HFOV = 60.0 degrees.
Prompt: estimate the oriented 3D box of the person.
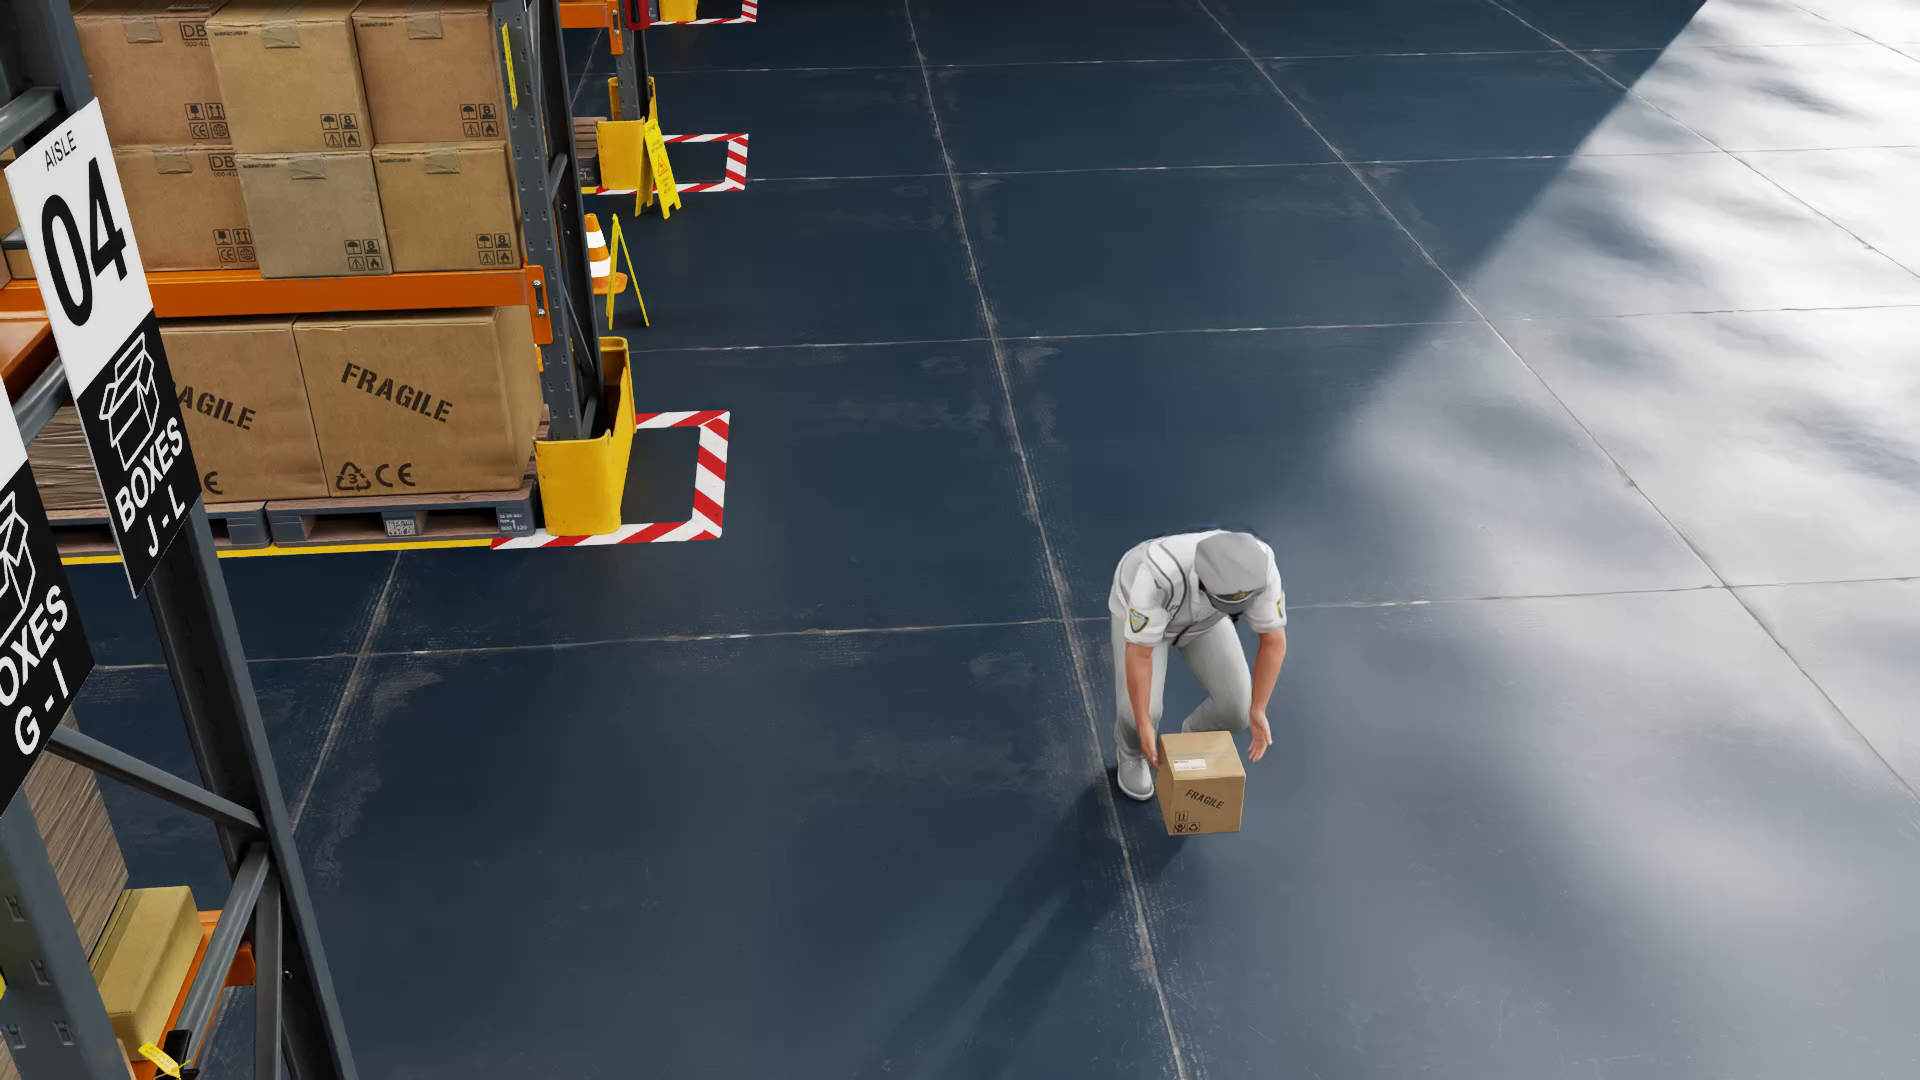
[{"bbox_3d":[0.841,0.389,5.979,0.581,1.242,0.882,-3,31,-5],"label":"person"}]
